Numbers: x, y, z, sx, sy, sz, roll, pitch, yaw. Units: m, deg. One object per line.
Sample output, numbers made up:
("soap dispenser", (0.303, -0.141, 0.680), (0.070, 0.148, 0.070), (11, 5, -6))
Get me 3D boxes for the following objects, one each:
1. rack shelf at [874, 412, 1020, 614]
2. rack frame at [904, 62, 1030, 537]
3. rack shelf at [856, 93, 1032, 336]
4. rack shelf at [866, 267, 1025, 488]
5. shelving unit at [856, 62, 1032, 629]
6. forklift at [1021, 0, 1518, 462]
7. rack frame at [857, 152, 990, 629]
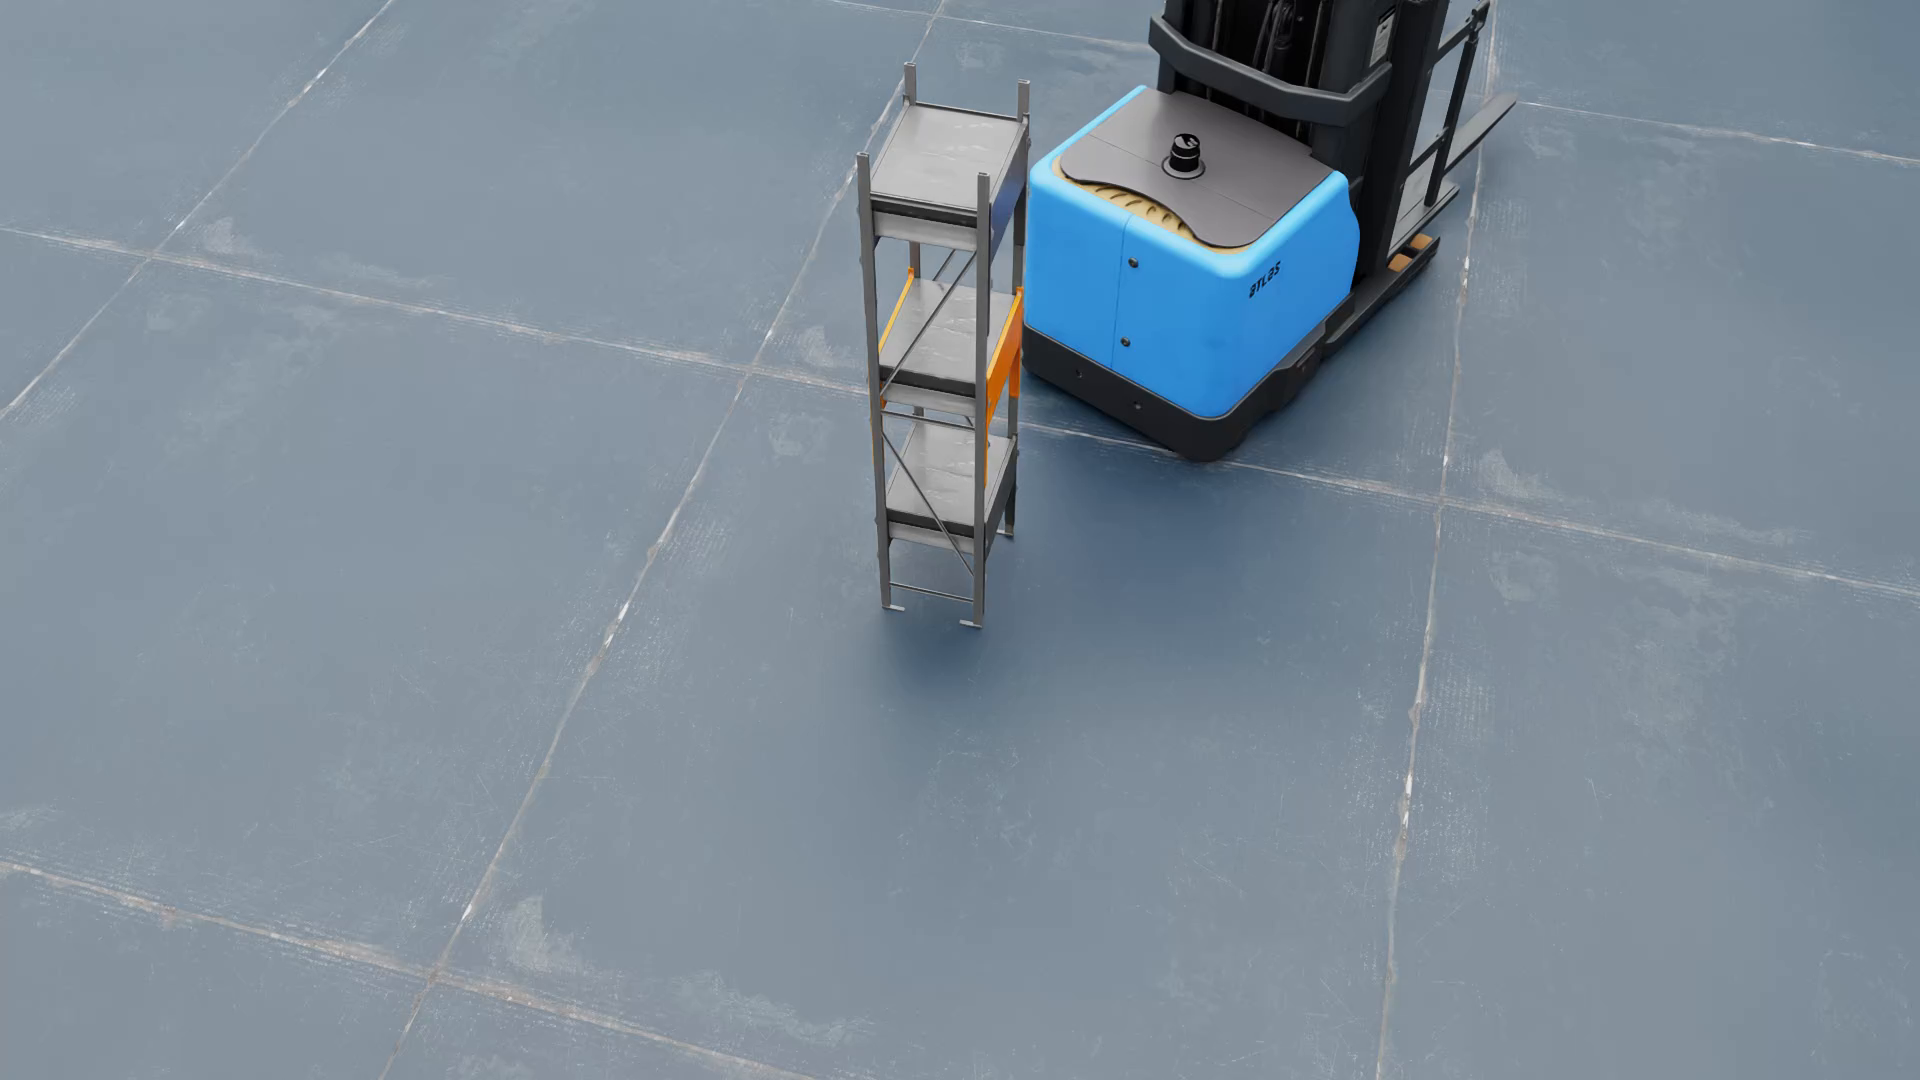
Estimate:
("rack shelf", (-0.044, -0.103, 6.311), (0.431, 0.518, 0.480), (12, 50, 10))
("rack frame", (0.021, -0.752, 5.932), (0.400, 2.100, 0.015), (12, 50, 10))
("rack shelf", (-0.044, -1.029, 5.261), (0.431, 0.518, 0.480), (12, 50, 10))
("rack shelf", (-0.044, -0.566, 5.786), (0.431, 0.518, 0.480), (12, 50, 10))
("shelving unit", (-0.044, -0.575, 5.776), (0.431, 2.100, 0.503), (12, 50, 10))
("forklift", (1.580, -2.338, 6.778), (1.130, 2.935, 3.031), (32, 56, 25))
("rack frame", (-0.108, -0.399, 5.620), (0.400, 2.100, 0.015), (12, 50, 10))
